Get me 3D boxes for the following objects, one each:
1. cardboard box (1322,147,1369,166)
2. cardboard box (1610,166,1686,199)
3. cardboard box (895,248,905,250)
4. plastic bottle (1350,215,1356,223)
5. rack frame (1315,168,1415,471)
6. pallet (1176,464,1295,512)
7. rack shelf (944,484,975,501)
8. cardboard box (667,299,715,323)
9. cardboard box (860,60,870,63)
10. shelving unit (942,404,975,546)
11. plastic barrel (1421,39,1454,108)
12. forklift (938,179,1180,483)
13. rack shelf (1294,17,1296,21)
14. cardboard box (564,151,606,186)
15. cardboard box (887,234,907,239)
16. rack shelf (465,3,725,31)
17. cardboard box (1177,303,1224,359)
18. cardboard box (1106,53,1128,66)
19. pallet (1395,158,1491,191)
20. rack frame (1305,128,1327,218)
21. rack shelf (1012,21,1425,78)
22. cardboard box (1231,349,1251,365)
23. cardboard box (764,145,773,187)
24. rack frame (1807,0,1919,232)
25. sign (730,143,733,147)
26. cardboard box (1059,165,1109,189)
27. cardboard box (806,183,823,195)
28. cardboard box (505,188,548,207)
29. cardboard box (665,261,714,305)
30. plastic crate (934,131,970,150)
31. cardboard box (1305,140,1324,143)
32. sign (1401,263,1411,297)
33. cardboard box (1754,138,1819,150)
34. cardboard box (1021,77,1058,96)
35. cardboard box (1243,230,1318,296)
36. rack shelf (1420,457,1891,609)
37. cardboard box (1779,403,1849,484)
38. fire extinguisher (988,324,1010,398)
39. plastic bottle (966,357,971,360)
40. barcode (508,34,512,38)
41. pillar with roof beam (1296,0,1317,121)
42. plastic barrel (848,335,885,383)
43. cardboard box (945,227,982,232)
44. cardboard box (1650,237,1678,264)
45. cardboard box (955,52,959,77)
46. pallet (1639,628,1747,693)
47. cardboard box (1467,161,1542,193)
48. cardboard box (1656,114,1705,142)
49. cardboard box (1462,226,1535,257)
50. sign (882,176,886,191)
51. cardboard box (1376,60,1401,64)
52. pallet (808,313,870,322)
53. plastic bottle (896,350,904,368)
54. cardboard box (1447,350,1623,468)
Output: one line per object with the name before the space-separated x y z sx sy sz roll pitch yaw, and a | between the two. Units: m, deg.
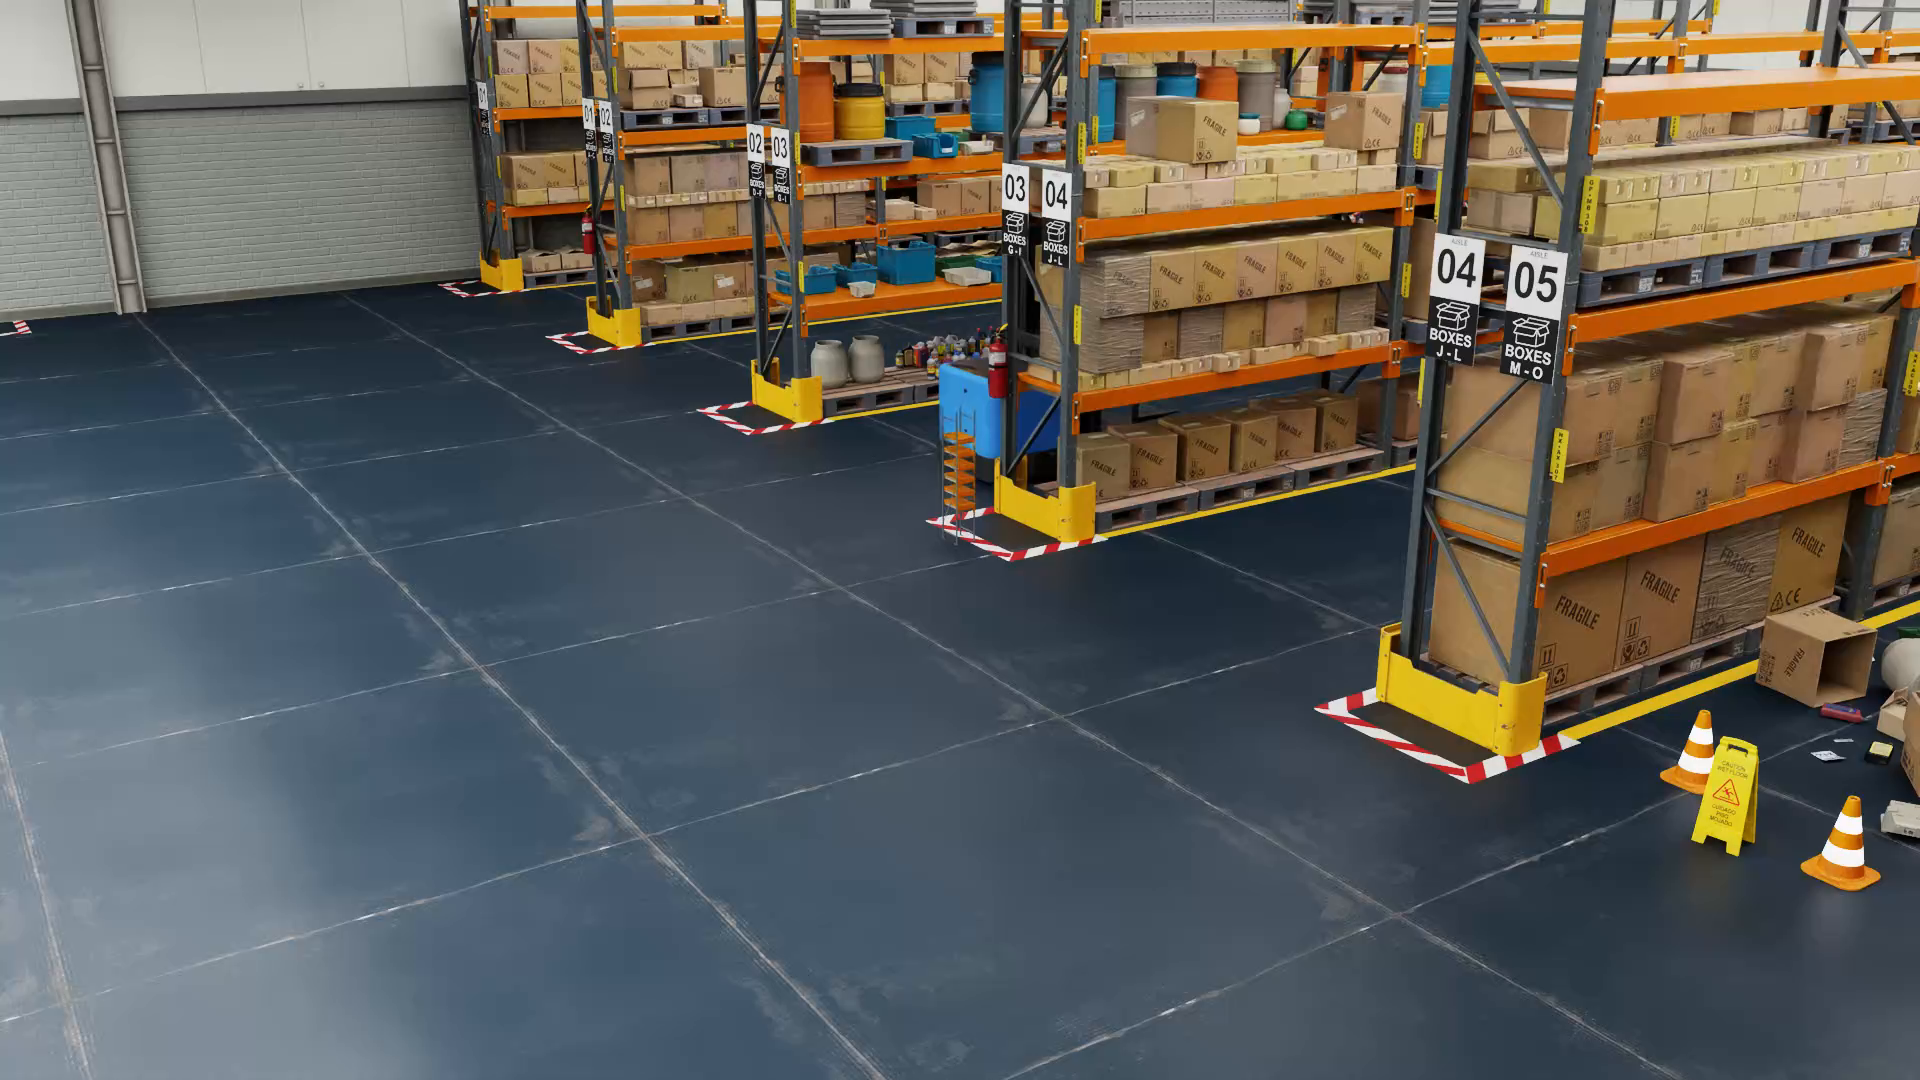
cardboard box | 3.651 -3.646 15.774 0.250 0.149 0.380 -12 22 -31
cardboard box | 4.217 -2.204 10.232 0.250 0.149 0.380 -12 22 -32
cardboard box | -0.796 -4.318 25.596 0.500 0.311 0.500 -11 22 -30
plastic bottle | 5.625 -4.561 23.863 0.097 0.201 0.097 0 19 0
rack frame | 4.037 -2.264 16.759 0.127 3.000 1.000 -12 22 -31
pallet | 2.476 -0.599 16.188 1.213 0.211 1.003 -12 22 -31
rack shelf | -0.012 -0.410 14.598 0.180 0.103 0.258 -12 22 -31
cardboard box | -3.763 -3.231 23.255 0.500 0.250 0.500 -12 22 -31
cardboard box | -1.523 -8.356 29.907 0.500 0.500 0.500 -12 22 -31
shelving unit | -0.012 -0.566 14.545 0.189 1.200 0.258 -12 22 -31
plastic barrel | 6.653 -6.514 23.208 0.708 0.901 0.600 -12 22 -31
forklift | 1.292 -2.263 16.861 3.031 2.935 1.130 -12 22 -31
rack shelf | 3.603 -8.283 26.943 4.000 0.370 1.077 -12 22 -31
cardboard box | -6.059 -6.006 26.858 0.500 0.500 0.500 -13 22 -33
cardboard box | -1.368 -5.827 30.514 0.500 0.500 0.700 -12 22 -31
rack shelf | -5.806 -8.386 26.629 4.000 0.370 1.077 -12 22 -31
cardboard box | 1.964 -2.034 15.458 0.500 0.500 0.875 -12 22 -31
cardboard box | 2.300 -7.637 26.249 0.500 0.500 0.500 -12 22 -31
pallet | 4.611 -3.677 16.546 1.003 0.211 1.213 -12 22 -31
rack frame | 4.654 -4.294 22.762 0.127 3.000 1.000 -12 22 -31
rack shelf | 2.367 -4.412 14.872 4.000 0.370 1.077 -12 22 -31
cardboard box | 2.507 -1.745 15.615 0.250 0.149 0.380 -12 22 -31
cardboard box | -2.615 -5.319 23.614 0.500 0.500 0.700 -12 22 -31
rack frame | 6.681 -3.762 11.821 0.127 3.000 1.000 -12 22 -31
sign | -3.831 -6.505 27.952 0.005 0.325 0.100 -12 22 -31
cardboard box | 1.054 -3.085 14.115 0.250 0.149 0.380 -12 22 -32
cardboard box | -2.161 -5.028 23.764 0.250 0.149 0.380 -12 22 -32
cardboard box | -6.894 -5.474 26.456 0.500 0.250 0.500 -13 22 -33
cardboard box | -3.762 -3.585 23.133 0.500 0.500 0.500 -12 22 -31
plastic crate | -0.154 -4.705 19.625 0.450 0.188 0.336 -12 22 -31
cardboard box | 3.596 -3.828 16.313 0.250 0.149 0.380 -13 22 -33
sign | 4.342 -2.531 16.195 0.005 0.325 0.100 -12 22 -31
cardboard box | 5.977 -2.827 12.076 0.250 0.149 0.380 -12 22 -32
cardboard box | 1.157 -6.976 25.591 0.500 0.250 0.500 -11 22 -30
cardboard box | 2.978 -2.597 15.562 0.500 0.500 0.500 -12 22 -31
rack shelf | 5.010 -0.227 11.855 4.000 0.370 1.077 -12 22 -31
cardboard box | 5.932 -0.820 12.252 0.550 0.550 0.875 -12 22 -31
fire extinguisher | 0.347 -1.626 14.992 0.183 0.674 0.296 -12 22 -31
plastic bottle | 0.111 -2.099 19.952 0.097 0.201 0.097 0 19 0
barcode | -7.158 -8.020 26.445 0.075 0.075 0.001 -12 22 -31
pillar with roof beam | 10.033 -10.750 32.493 0.400 9.000 9.100 -12 22 -31
plastic barrel | -1.101 -2.130 19.589 0.421 0.512 0.421 0 19 0
cardboard box | -0.109 -6.219 31.157 0.750 0.750 0.750 -12 22 -32
cardboard box | 4.224 -1.827 10.363 0.250 0.149 0.380 -12 22 -31
cardboard box | -0.429 -8.720 30.327 0.500 0.500 0.700 -14 23 -36
pallet | 4.983 0.730 12.255 1.213 0.211 1.003 -12 22 -31
cardboard box | 3.435 -2.291 10.491 0.250 0.149 0.380 -12 22 -31
cardboard box | 7.848 -4.764 18.654 0.637 0.503 0.797 -10 21 -28
cardboard box | 3.431 -1.913 10.616 0.250 0.149 0.380 -12 22 -32
sign | -1.102 -5.214 24.009 0.005 0.325 0.100 -12 22 -31
cardboard box | 7.371 -8.693 29.375 0.500 0.500 0.700 -12 22 -31
pallet | -2.095 -3.465 24.664 1.213 0.211 1.003 -12 22 -31
plastic bottle | -0.735 -2.208 20.275 0.097 0.201 0.097 0 19 0
cardboard box | 3.671 -0.853 10.664 0.550 0.550 0.875 -12 22 -31
